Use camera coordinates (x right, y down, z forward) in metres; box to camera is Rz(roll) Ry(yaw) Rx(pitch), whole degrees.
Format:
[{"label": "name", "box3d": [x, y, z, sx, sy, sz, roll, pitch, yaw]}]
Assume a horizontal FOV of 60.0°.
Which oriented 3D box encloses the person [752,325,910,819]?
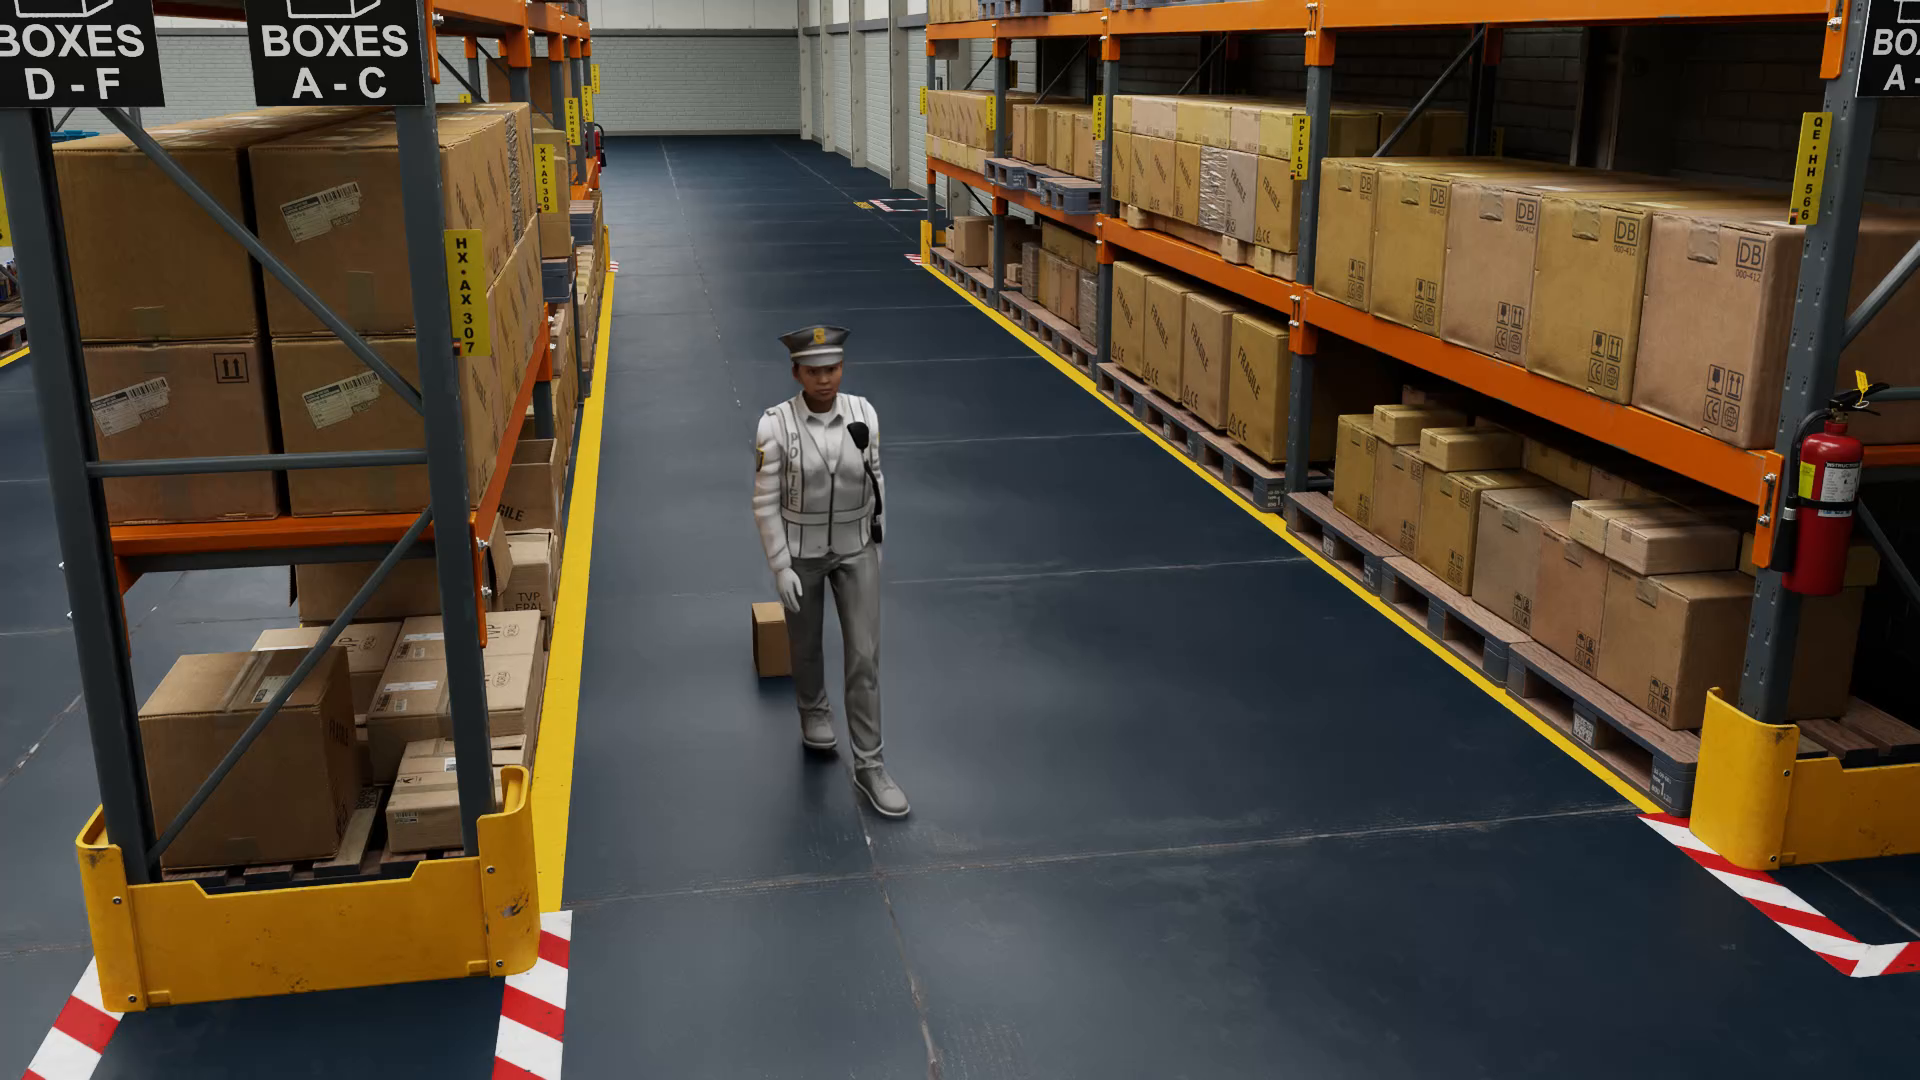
[{"label": "person", "box3d": [-0.474, 0.056, 5.812, 0.490, 1.656, 0.846, -4, 17, -12]}]
